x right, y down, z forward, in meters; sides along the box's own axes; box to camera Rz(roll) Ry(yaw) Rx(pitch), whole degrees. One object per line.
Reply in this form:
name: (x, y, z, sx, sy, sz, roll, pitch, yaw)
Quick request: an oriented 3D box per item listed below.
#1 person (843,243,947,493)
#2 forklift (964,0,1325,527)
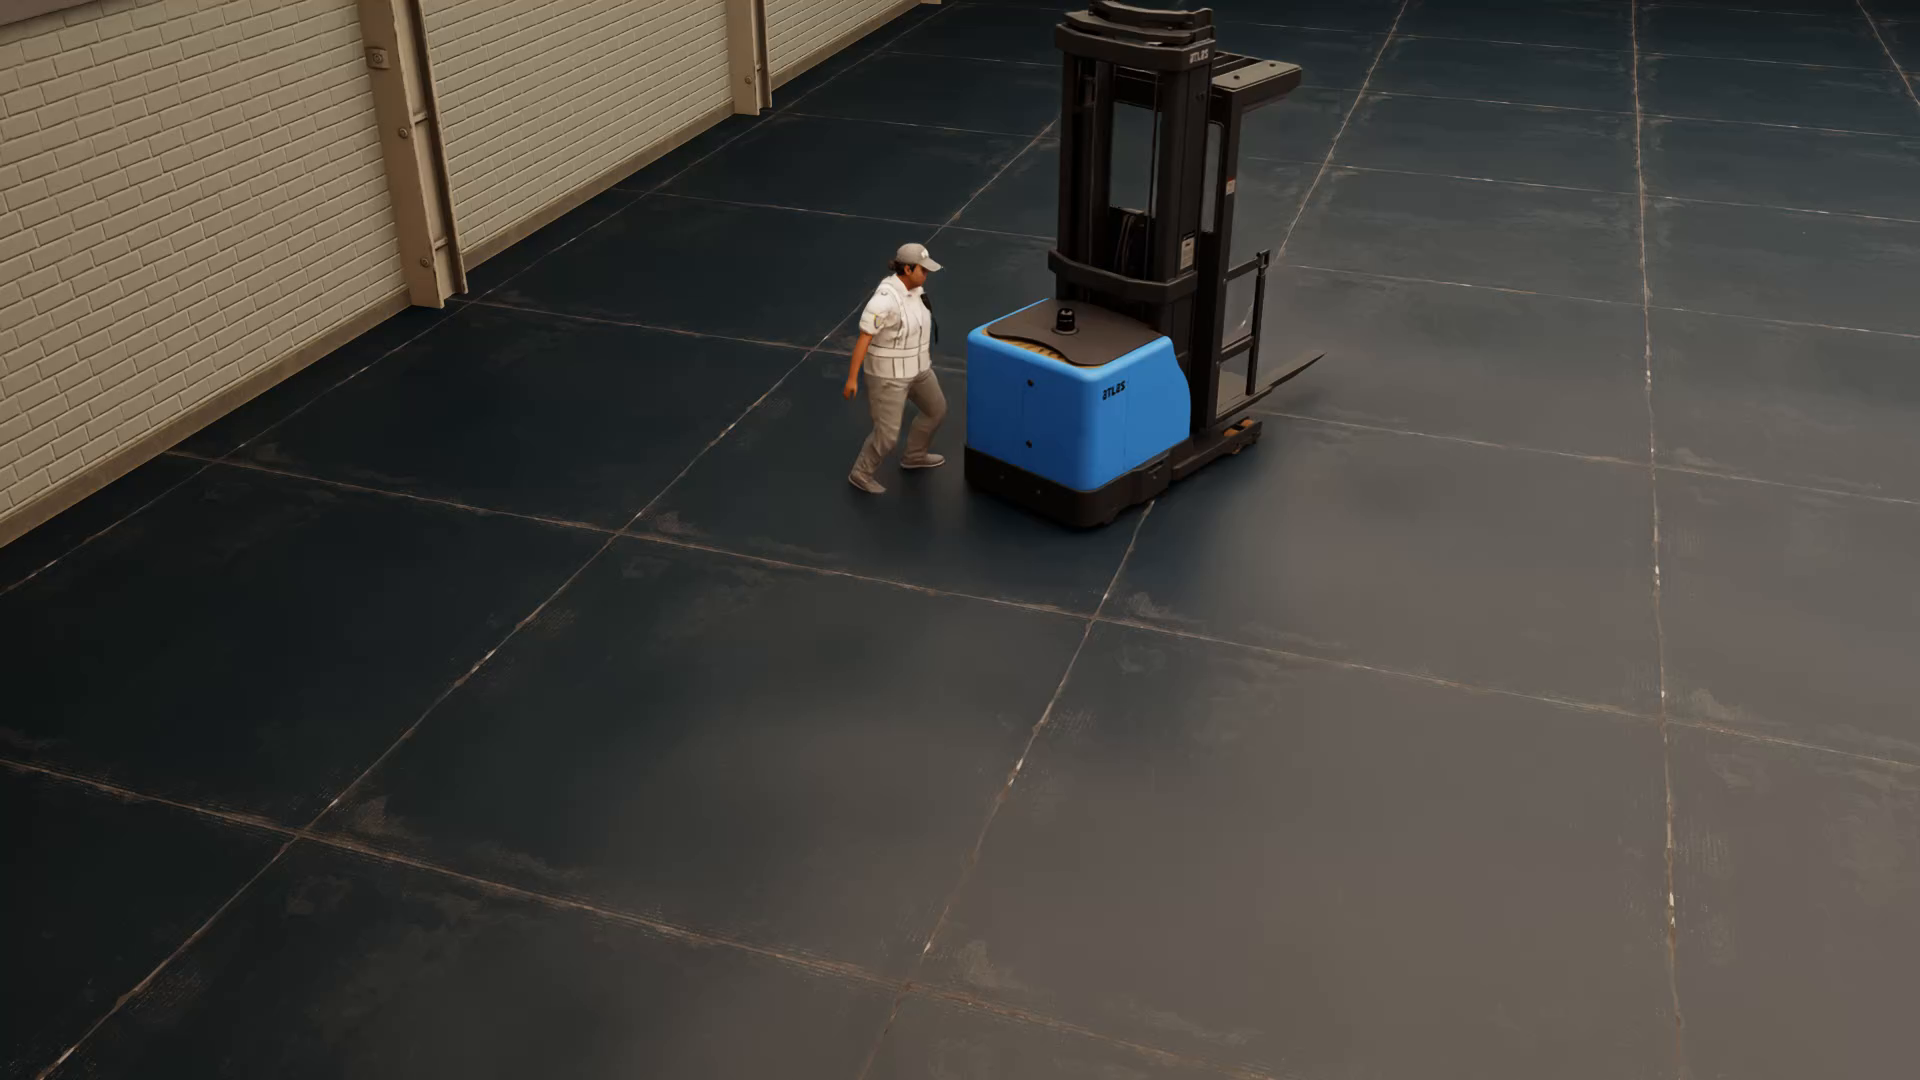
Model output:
person: (-0.408, -1.048, 10.373, 0.498, 1.651, 0.839, 20, 35, 31)
forklift: (1.387, -1.998, 10.641, 1.130, 2.935, 3.031, 24, 38, 36)
